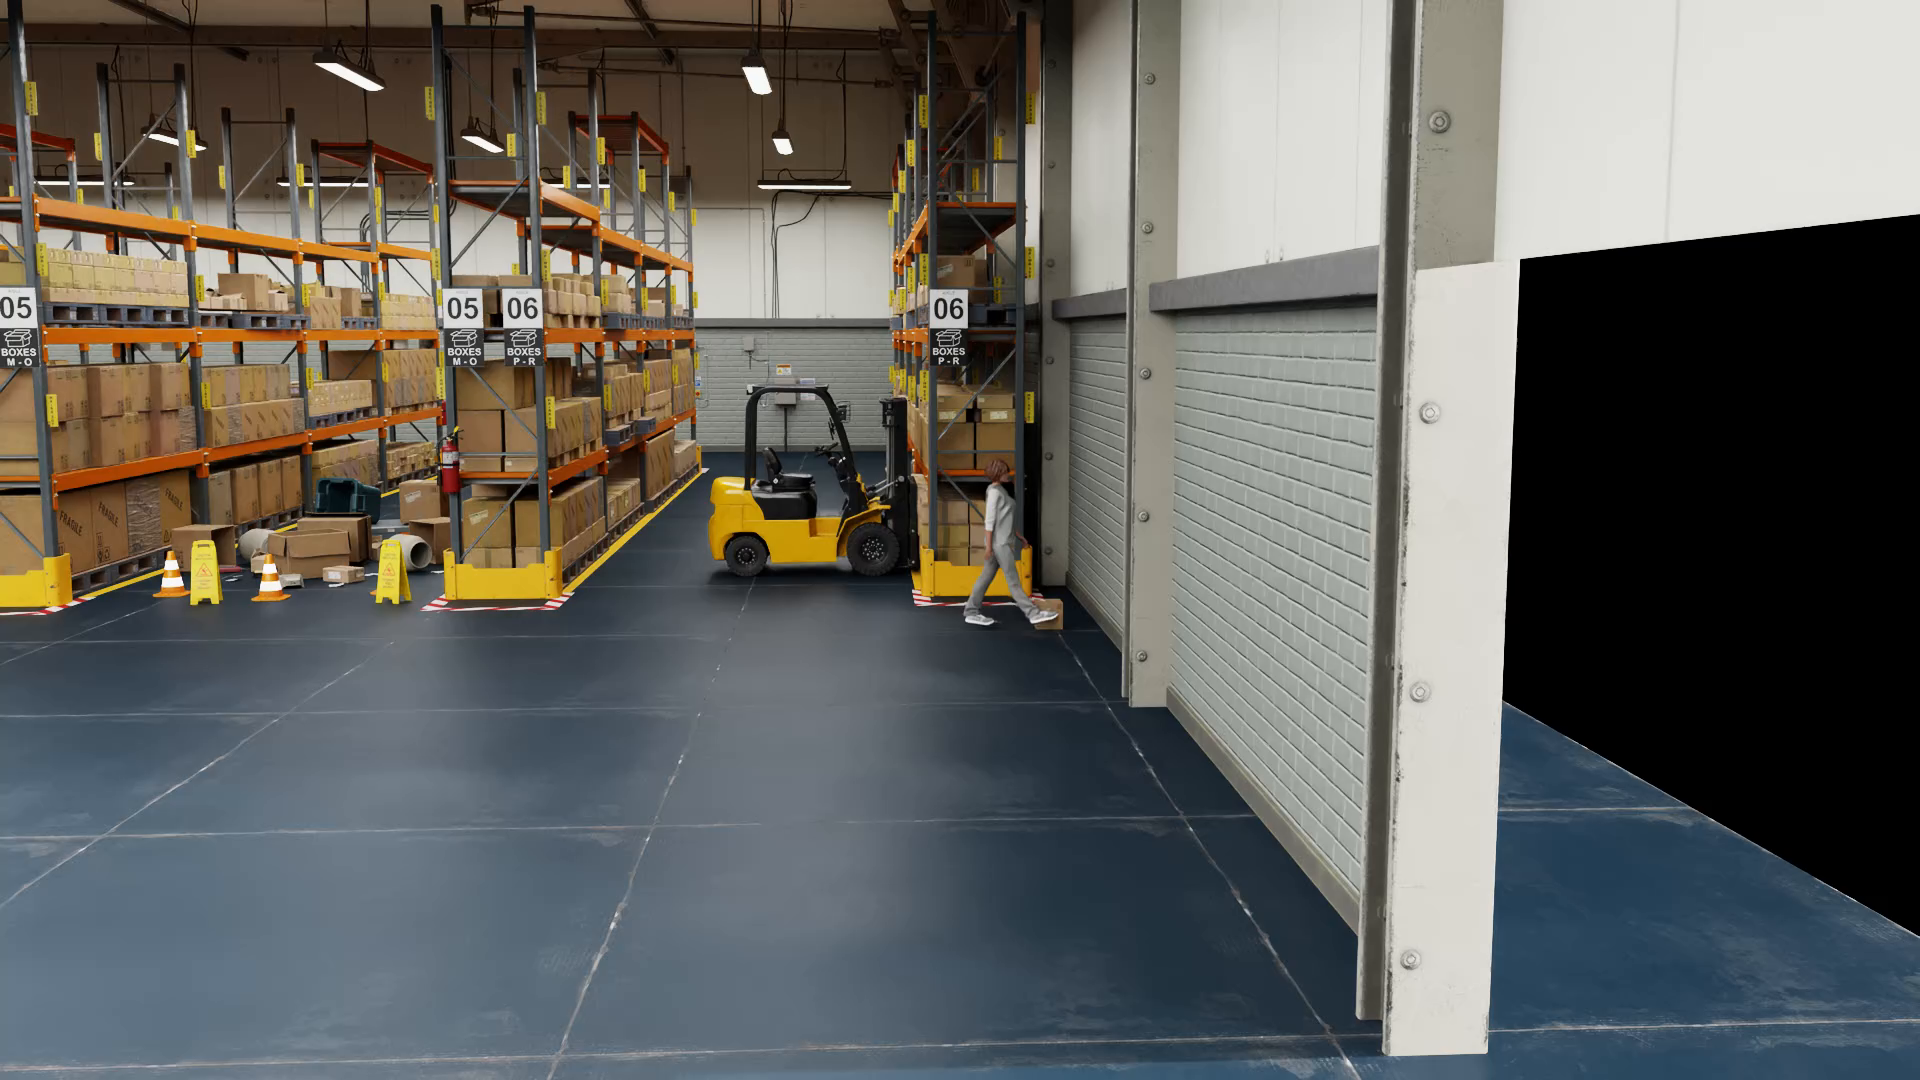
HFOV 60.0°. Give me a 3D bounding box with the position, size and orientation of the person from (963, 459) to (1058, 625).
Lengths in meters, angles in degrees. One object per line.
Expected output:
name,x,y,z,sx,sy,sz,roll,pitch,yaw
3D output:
person,0.474,0.025,15.522,0.888,1.562,0.417,0,7,2
